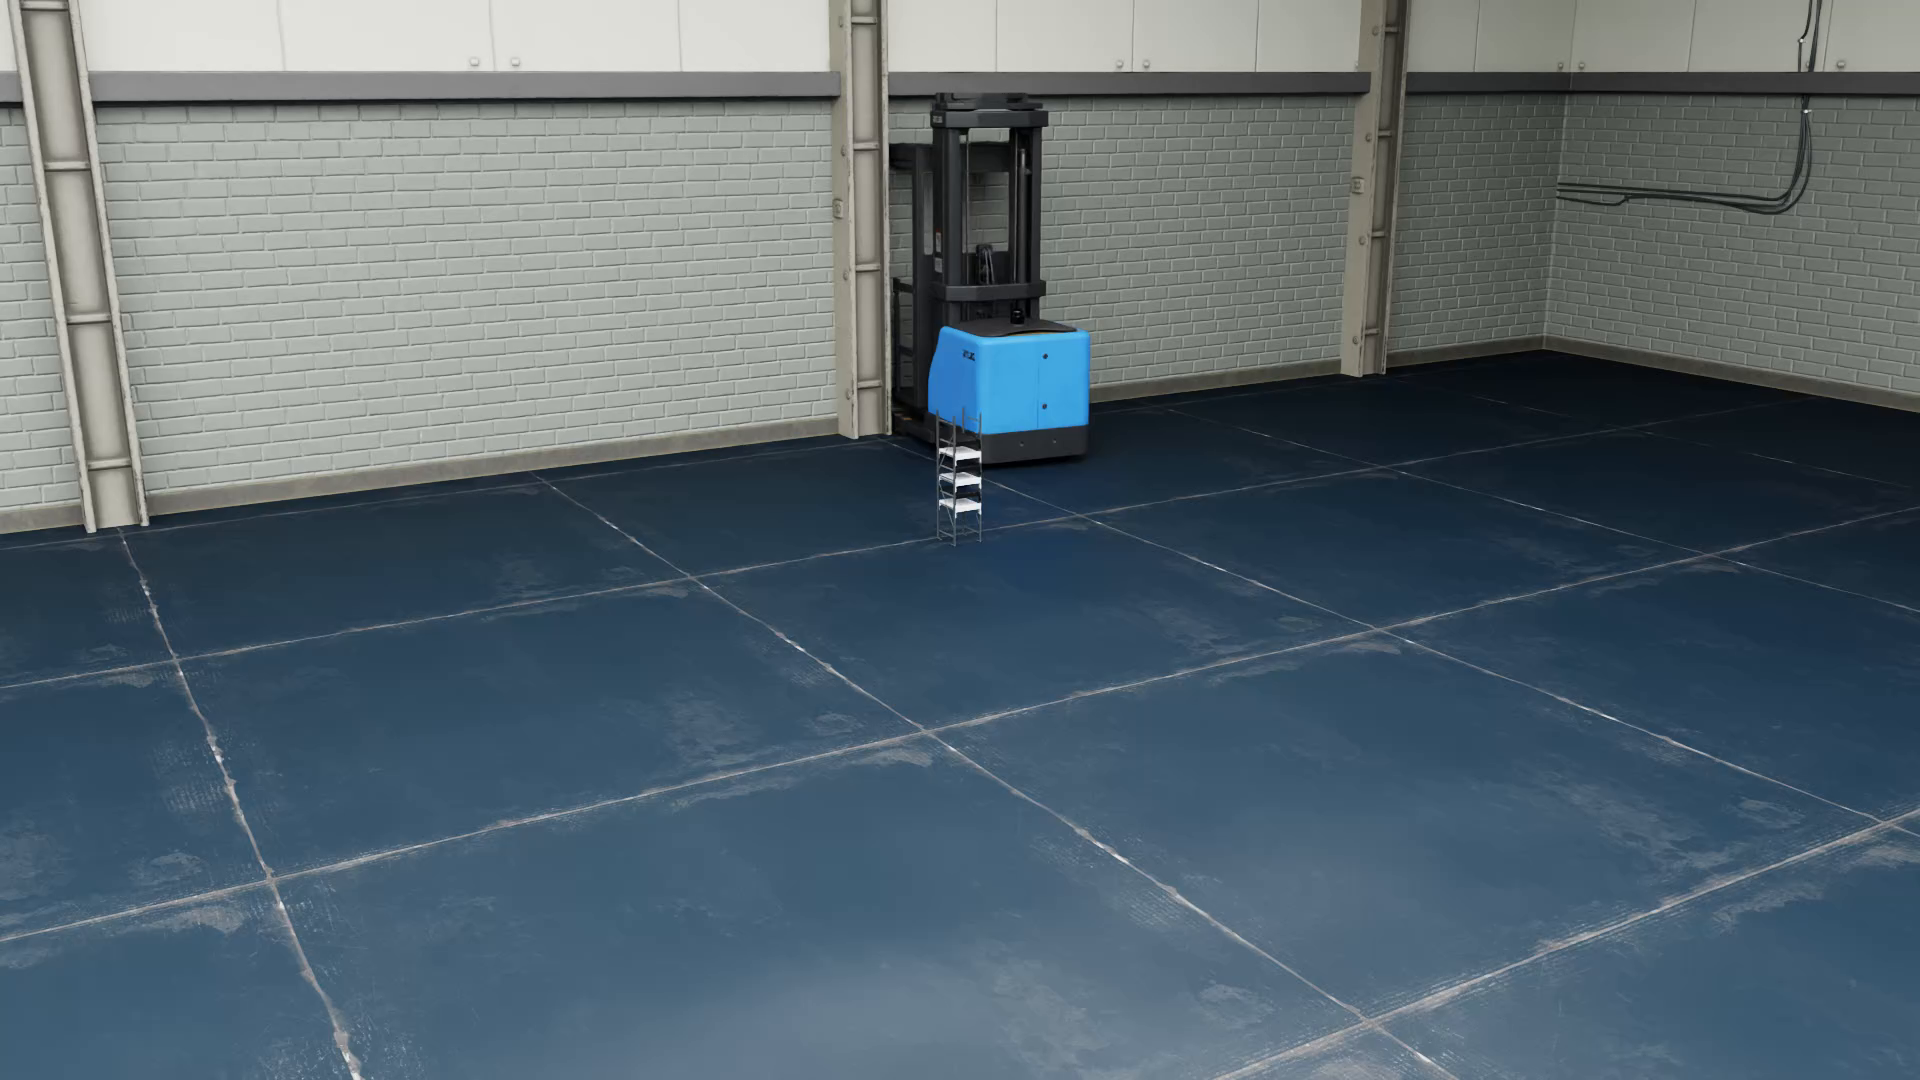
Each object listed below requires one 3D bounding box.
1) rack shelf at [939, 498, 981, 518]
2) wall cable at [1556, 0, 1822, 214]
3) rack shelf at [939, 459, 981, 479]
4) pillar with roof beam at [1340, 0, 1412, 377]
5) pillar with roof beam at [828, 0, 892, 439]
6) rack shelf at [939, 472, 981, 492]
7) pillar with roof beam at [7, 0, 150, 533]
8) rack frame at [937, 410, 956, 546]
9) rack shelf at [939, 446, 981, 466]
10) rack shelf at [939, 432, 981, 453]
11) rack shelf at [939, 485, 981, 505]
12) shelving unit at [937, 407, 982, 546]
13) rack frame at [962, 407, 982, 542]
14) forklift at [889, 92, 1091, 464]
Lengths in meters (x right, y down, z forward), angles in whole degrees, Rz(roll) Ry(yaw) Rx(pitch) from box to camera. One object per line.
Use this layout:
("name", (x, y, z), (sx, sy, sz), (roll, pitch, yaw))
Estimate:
("rack shelf", (-0.007, -0.227, 11.342), (0.200, 0.077, 0.258), (-9, 18, -30))
("wall cable", (7.502, -4.722, 17.337), (0.112, 2.526, 3.097), (-9, 18, -30))
("rack shelf", (-0.007, -0.487, 11.269), (0.200, 0.077, 0.258), (-9, 18, -30))
("pillar with roof beam", (6.513, -5.118, 12.995), (0.400, 9.000, 9.100), (-9, 18, -30))
("pillar with roof beam", (1.370, -4.284, 10.020), (0.400, 9.000, 9.100), (-9, 18, -30))
("rack shelf", (-0.007, -0.400, 11.293), (0.200, 0.077, 0.258), (-9, 18, -30))
("pillar with roof beam", (-3.773, -3.450, 7.045), (0.400, 9.000, 9.100), (-9, 18, -30))
("rack frame", (-0.094, -0.418, 11.234), (0.006, 0.900, 0.240), (-9, 18, -30))
("rack shelf", (-0.007, -0.573, 11.245), (0.200, 0.077, 0.258), (-9, 18, -30))
("rack shelf", (-0.007, -0.660, 11.220), (0.200, 0.077, 0.258), (-9, 18, -30))
("rack shelf", (-0.007, -0.313, 11.318), (0.200, 0.077, 0.258), (-9, 18, -30))
("shelving unit", (-0.007, -0.432, 11.284), (0.210, 0.900, 0.258), (-9, 18, -30))
("rack frame", (0.080, -0.446, 11.335), (0.006, 0.900, 0.240), (-9, 18, -30))
("forklift", (0.005, -2.373, 14.444), (1.130, 2.935, 3.031), (-7, 17, -23))
